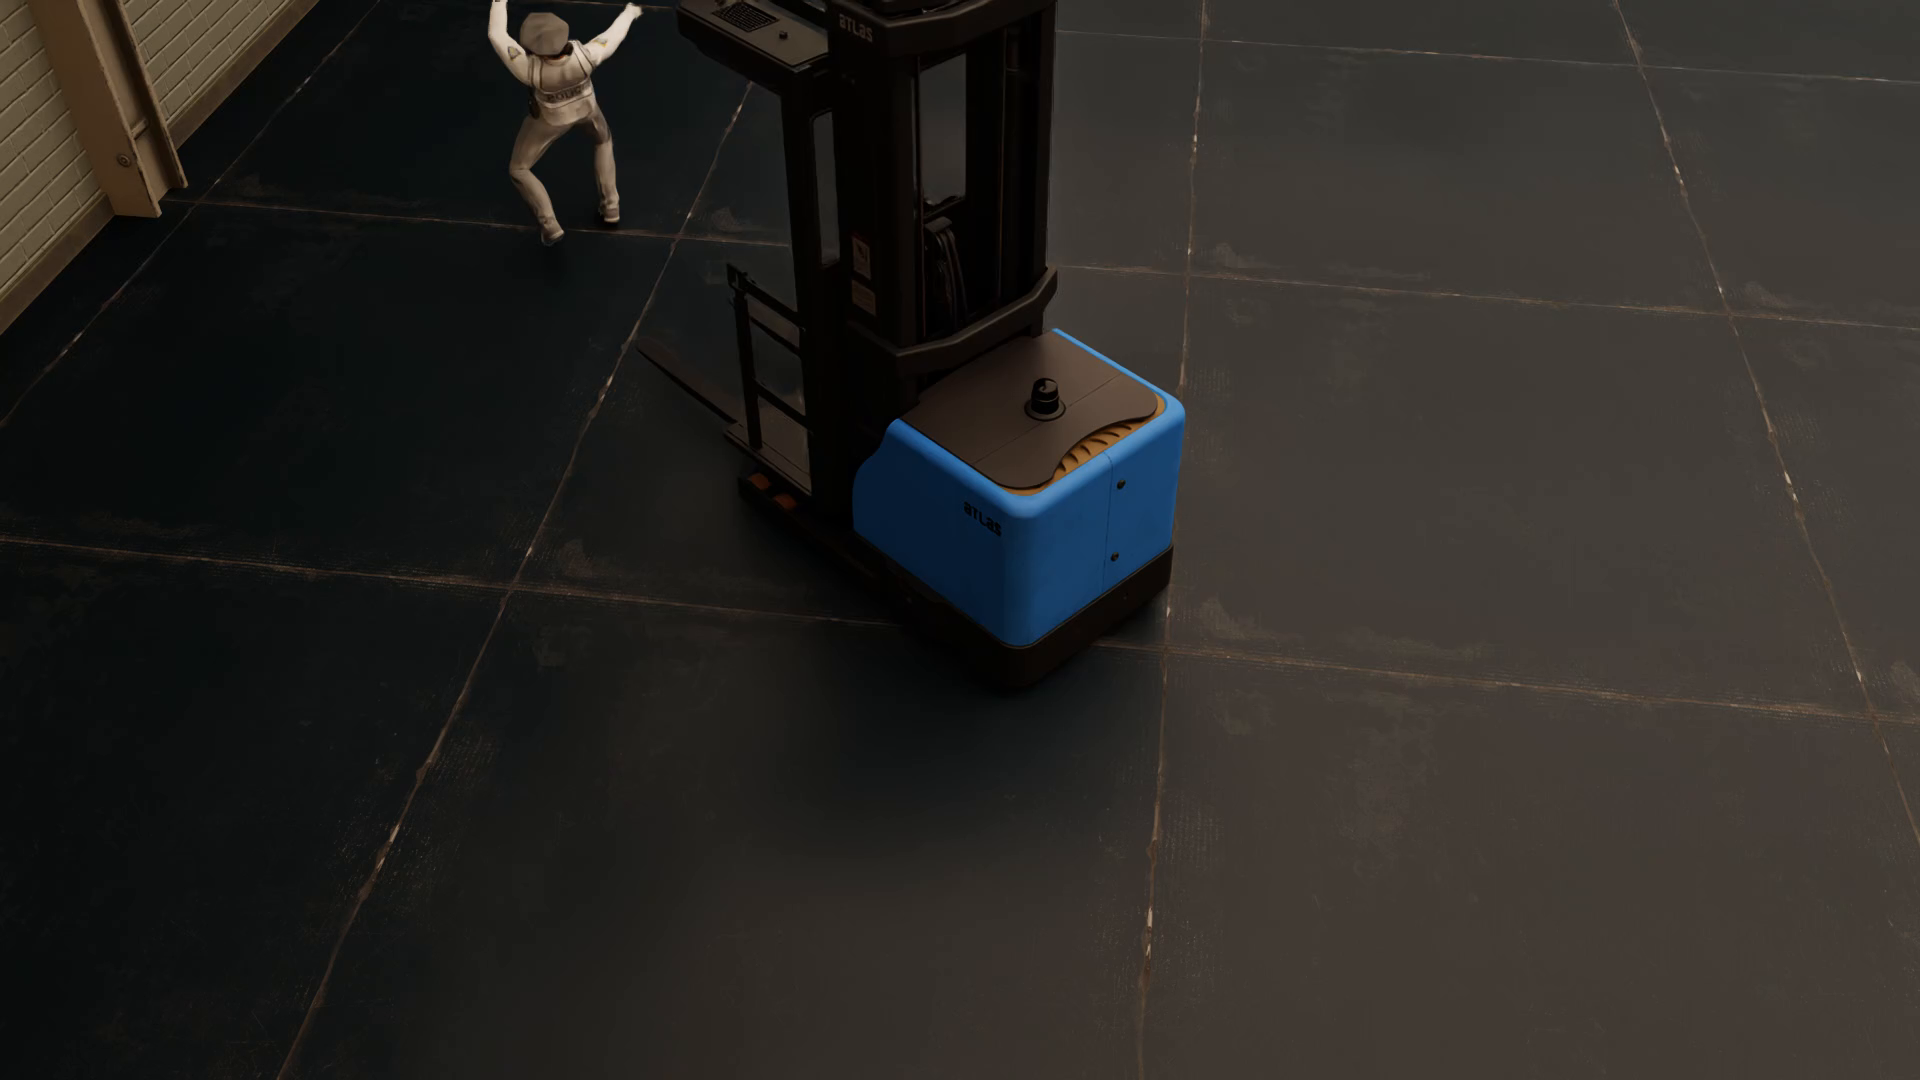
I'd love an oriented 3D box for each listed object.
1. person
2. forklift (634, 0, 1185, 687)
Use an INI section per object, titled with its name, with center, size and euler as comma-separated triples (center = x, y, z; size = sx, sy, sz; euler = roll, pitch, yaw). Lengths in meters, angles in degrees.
[person]
center = -2.115, -2.475, 9.478
size = 1.003, 1.482, 0.736
euler = -29, 50, -28
[forklift]
center = -0.420, -1.355, 7.199
size = 1.130, 2.935, 3.031
euler = -33, 52, -30
